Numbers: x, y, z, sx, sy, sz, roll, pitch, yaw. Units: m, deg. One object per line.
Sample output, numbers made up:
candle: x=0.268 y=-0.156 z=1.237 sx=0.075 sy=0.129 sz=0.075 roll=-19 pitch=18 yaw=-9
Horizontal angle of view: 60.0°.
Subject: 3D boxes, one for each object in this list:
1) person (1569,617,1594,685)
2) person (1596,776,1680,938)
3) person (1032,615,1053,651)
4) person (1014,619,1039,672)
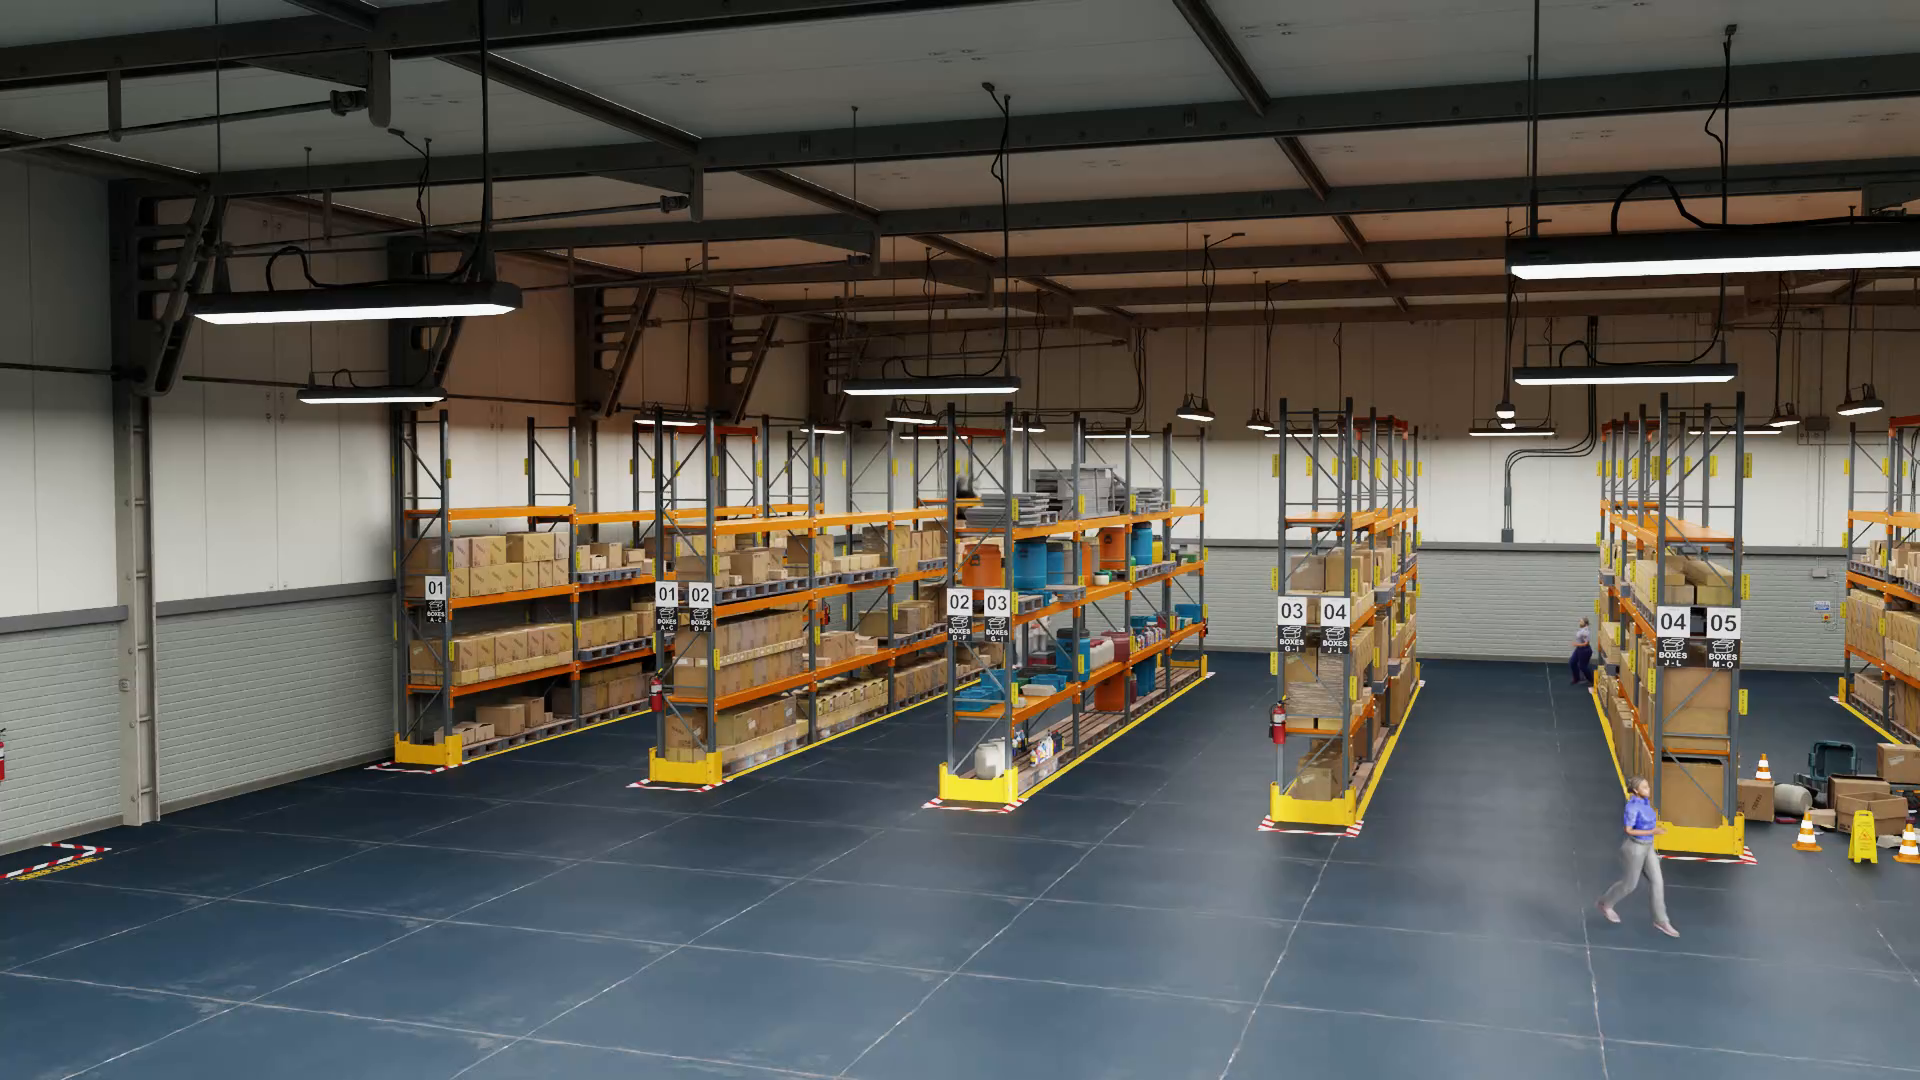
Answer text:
person: x=14.393 y=2.593 z=38.330 sx=0.583 sy=1.656 sz=0.735 roll=0 pitch=2 yaw=1
person: x=7.320 y=3.384 z=17.962 sx=0.574 sy=1.680 sz=0.883 roll=-2 pitch=3 yaw=-39
person: x=1.839 y=2.192 z=38.676 sx=0.632 sy=1.789 sz=0.730 roll=0 pitch=2 yaw=5
person: x=1.436 y=2.206 z=36.939 sx=0.654 sy=1.830 sz=0.867 roll=0 pitch=2 yaw=10
